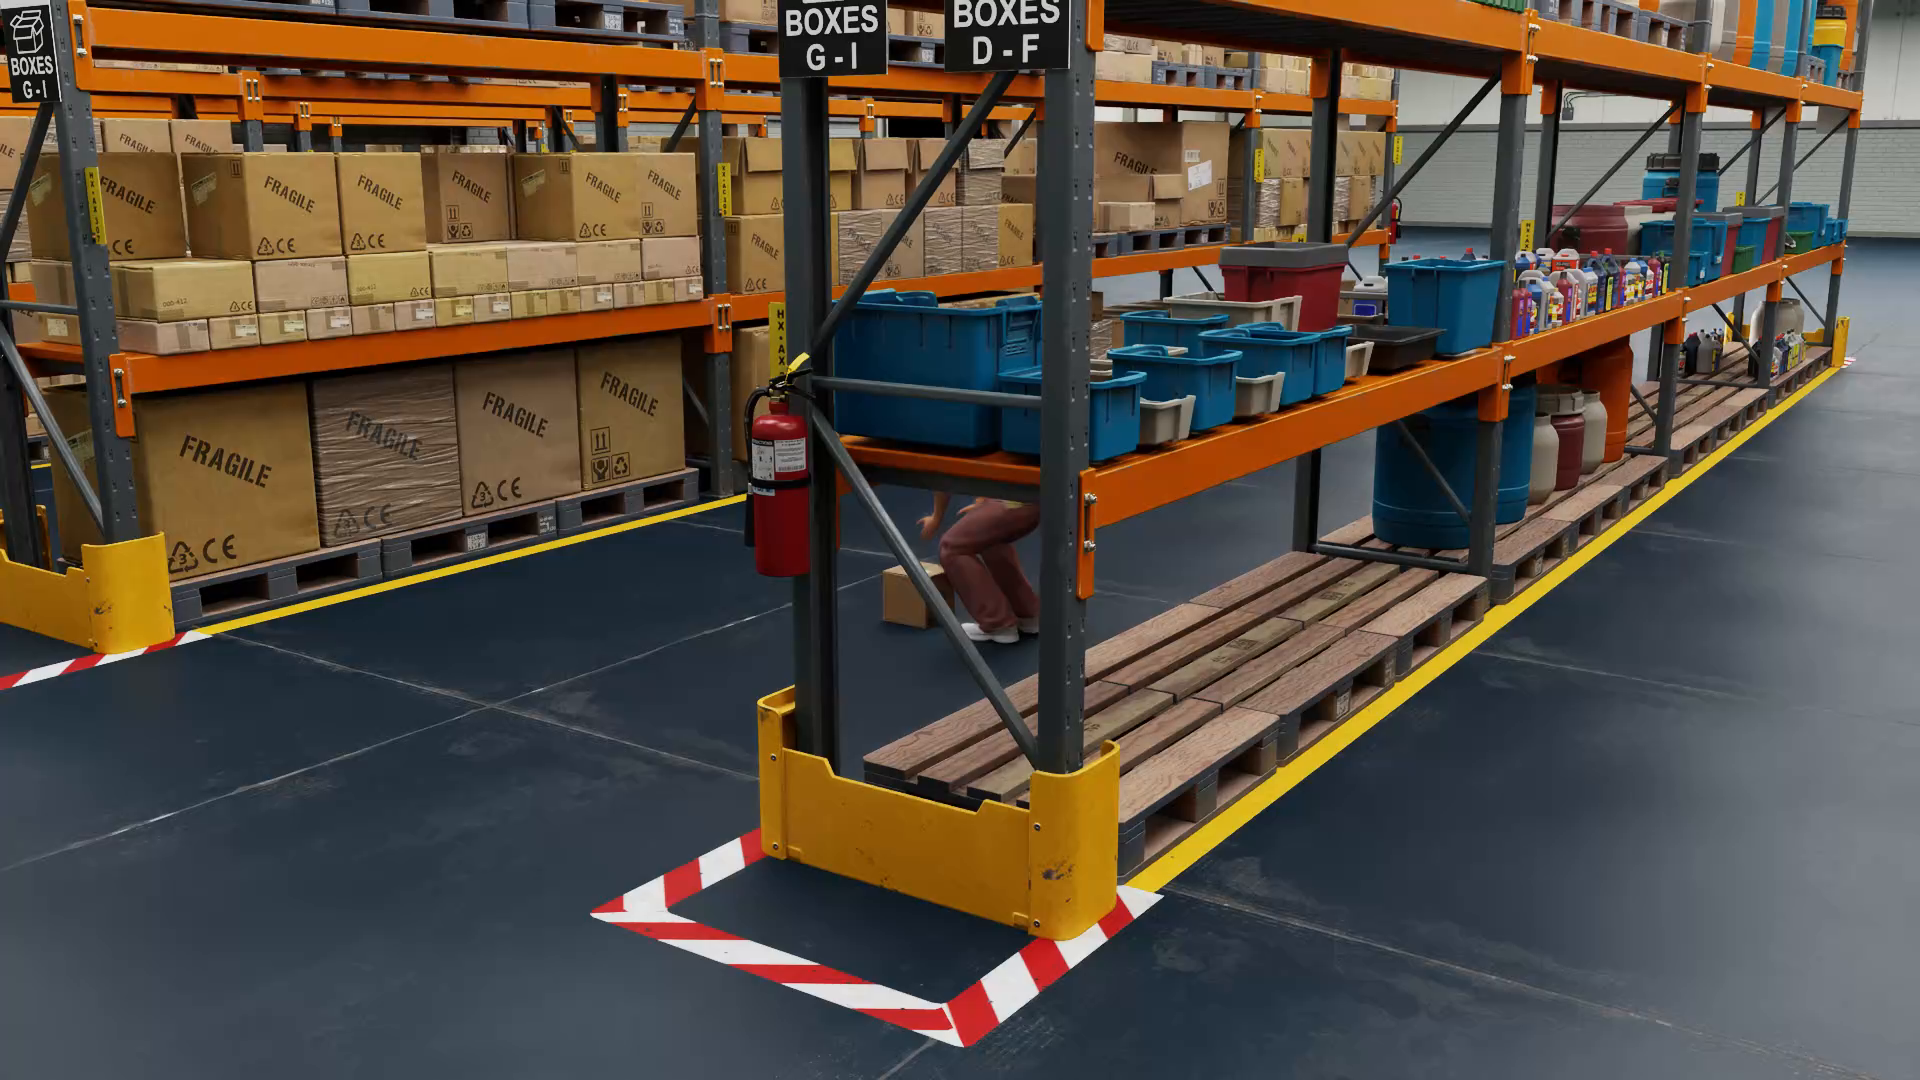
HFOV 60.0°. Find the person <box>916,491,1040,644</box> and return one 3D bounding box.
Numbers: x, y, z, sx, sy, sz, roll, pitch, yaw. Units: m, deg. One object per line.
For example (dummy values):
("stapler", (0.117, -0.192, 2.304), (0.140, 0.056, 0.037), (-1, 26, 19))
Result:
("person", (0.122, -0.177, 7.649), (0.696, 1.275, 0.511), (9, 16, 33))
